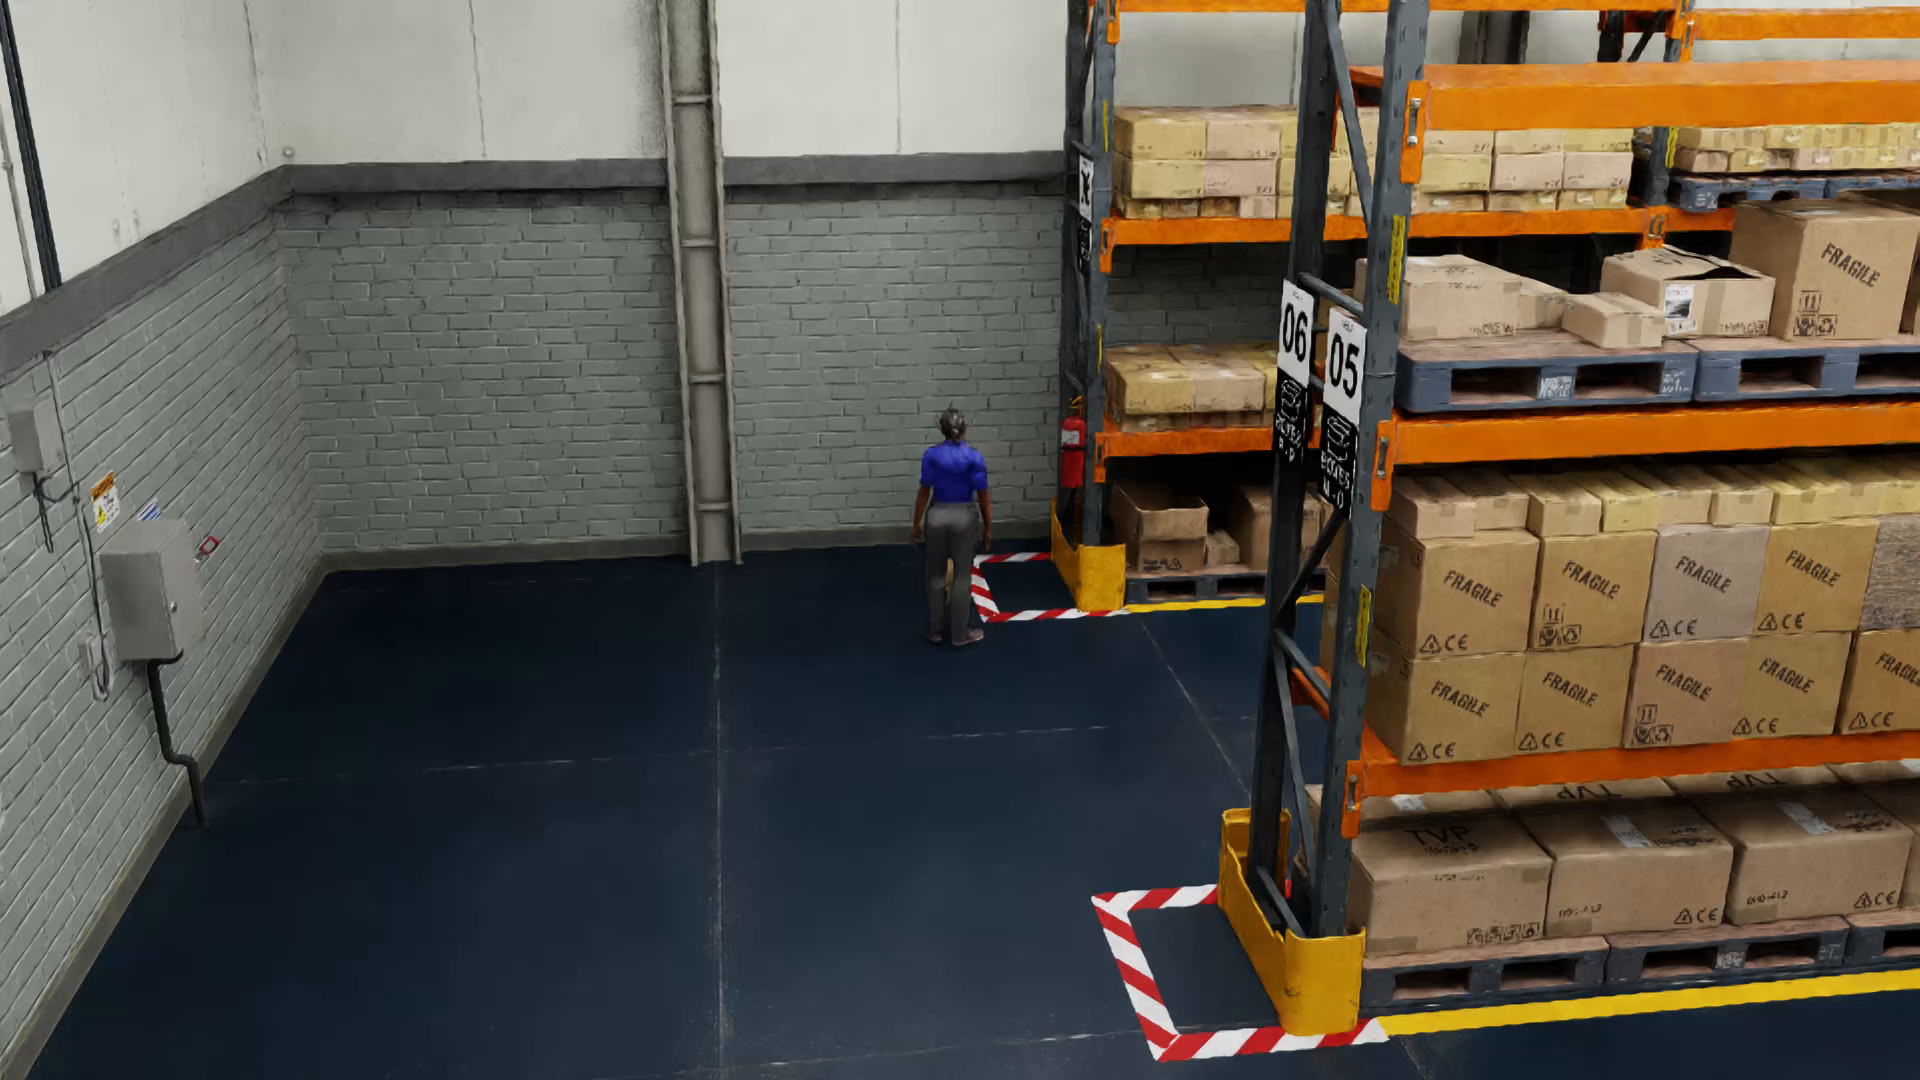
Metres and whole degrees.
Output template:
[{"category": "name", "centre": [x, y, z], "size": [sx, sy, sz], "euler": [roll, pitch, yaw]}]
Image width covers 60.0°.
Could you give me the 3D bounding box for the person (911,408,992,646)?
[{"category": "person", "centre": [-0.054, -0.085, 11.288], "size": [0.550, 1.652, 0.323], "euler": [3, 20, 8]}]
